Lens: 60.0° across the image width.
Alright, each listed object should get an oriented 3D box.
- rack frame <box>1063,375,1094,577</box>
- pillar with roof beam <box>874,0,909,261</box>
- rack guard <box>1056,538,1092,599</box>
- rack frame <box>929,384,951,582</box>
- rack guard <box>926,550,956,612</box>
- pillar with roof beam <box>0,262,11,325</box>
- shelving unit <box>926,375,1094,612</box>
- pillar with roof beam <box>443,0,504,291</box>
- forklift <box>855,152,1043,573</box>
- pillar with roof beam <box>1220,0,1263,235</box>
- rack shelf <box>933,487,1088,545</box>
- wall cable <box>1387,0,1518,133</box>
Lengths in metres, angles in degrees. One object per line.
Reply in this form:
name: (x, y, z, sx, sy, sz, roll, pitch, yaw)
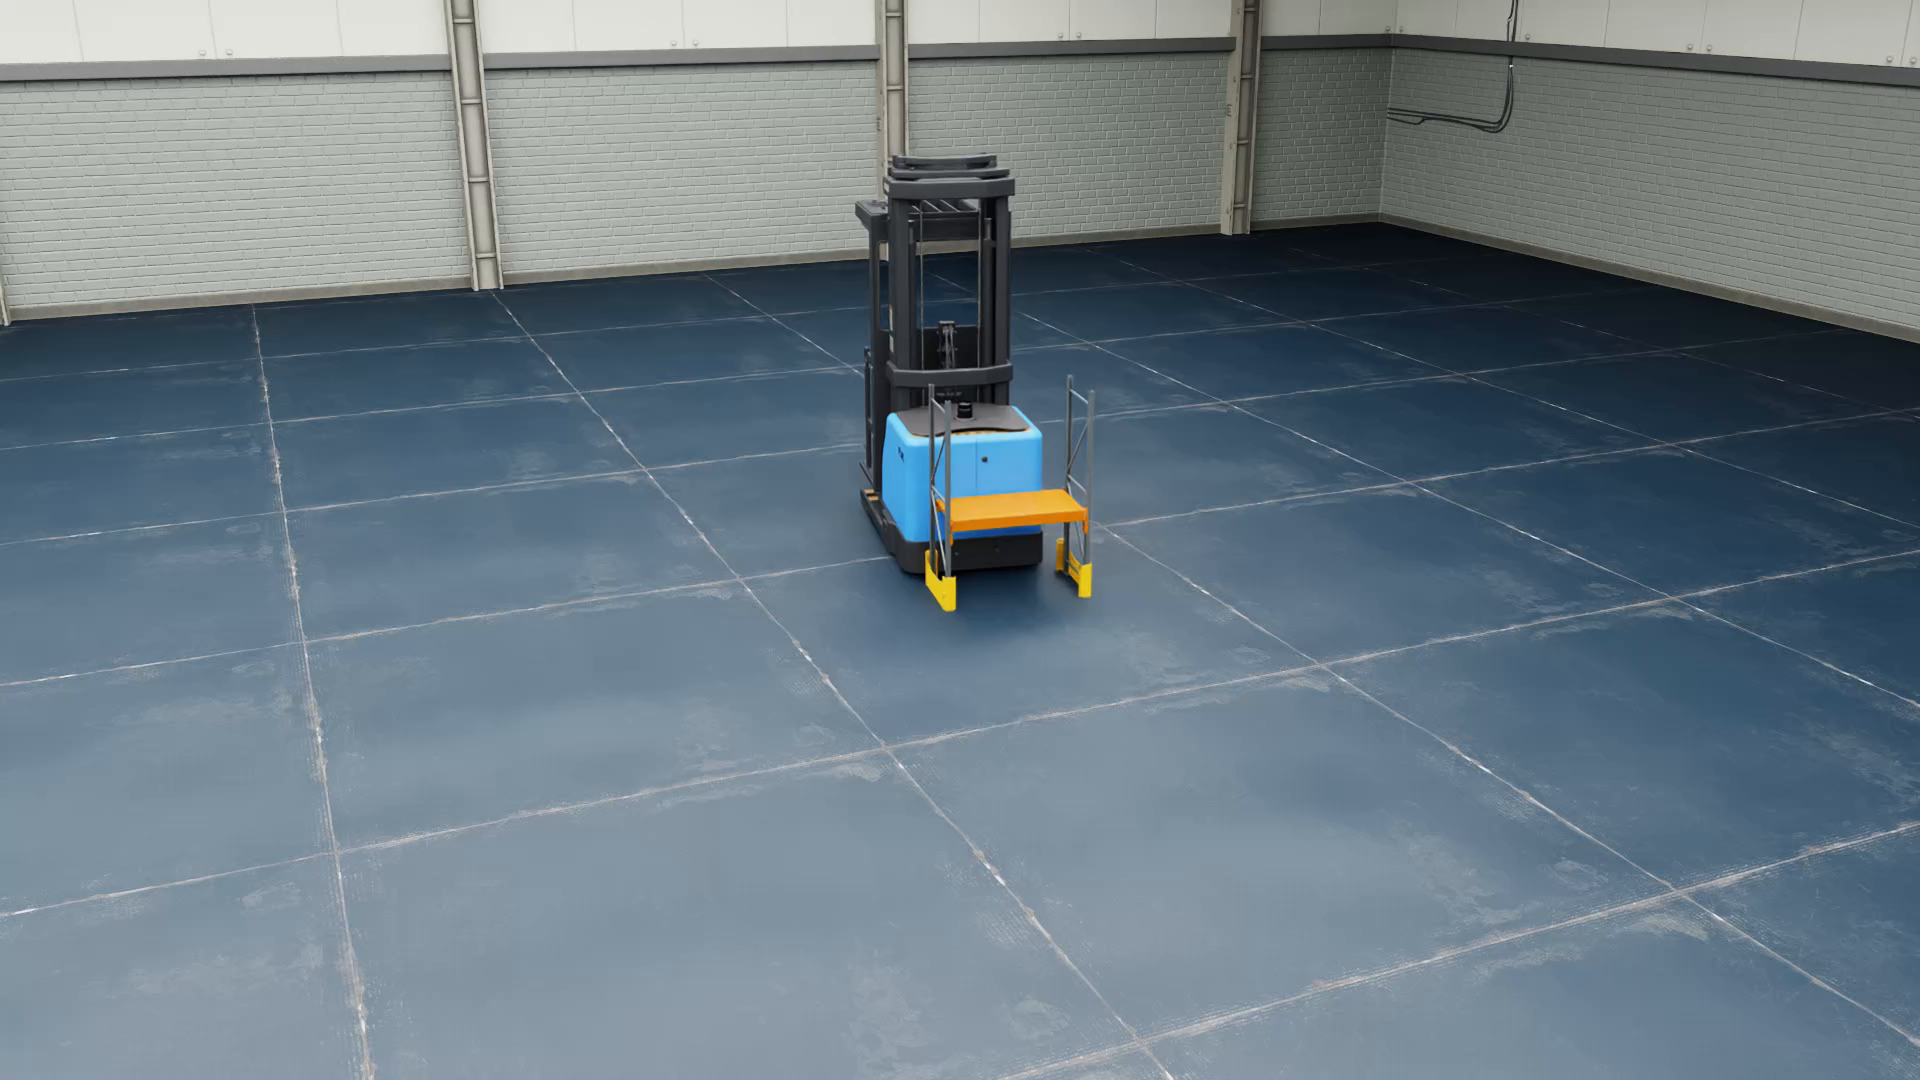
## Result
rack frame: (0.843, -0.389, 11.868, 0.032, 1.500, 0.500, -5, 20, -14)
pillar with roof beam: (0.715, -7.191, 19.897, 0.400, 9.000, 9.100, -8, 21, -22)
rack guard: (0.824, 0.202, 12.071, 0.087, 0.250, 0.587, -5, 20, -14)
rack frame: (-0.140, -0.302, 11.623, 0.032, 1.500, 0.500, -5, 20, -14)
rack guard: (-0.139, 0.287, 11.830, 0.087, 0.250, 0.587, -5, 20, -14)
pillar with roof beam: (-10.303, -5.613, 15.413, 0.400, 9.000, 9.100, -8, 21, -22)
shelving unit: (0.343, -0.345, 11.743, 1.083, 1.500, 0.587, -5, 20, -14)
pillar with roof beam: (-4.794, -6.402, 17.655, 0.400, 9.000, 9.100, -8, 21, -22)
forklift: (-0.204, -1.593, 13.133, 1.130, 2.935, 3.031, -4, 20, -12)
pillar with roof beam: (6.224, -7.981, 22.138, 0.400, 9.000, 9.100, -8, 21, -22)
rack shelf: (0.351, -0.176, 11.805, 1.000, 0.185, 0.538, -5, 20, -14)
wall cable: (7.748, -7.813, 26.338, 0.112, 2.526, 3.097, -8, 21, -22)
